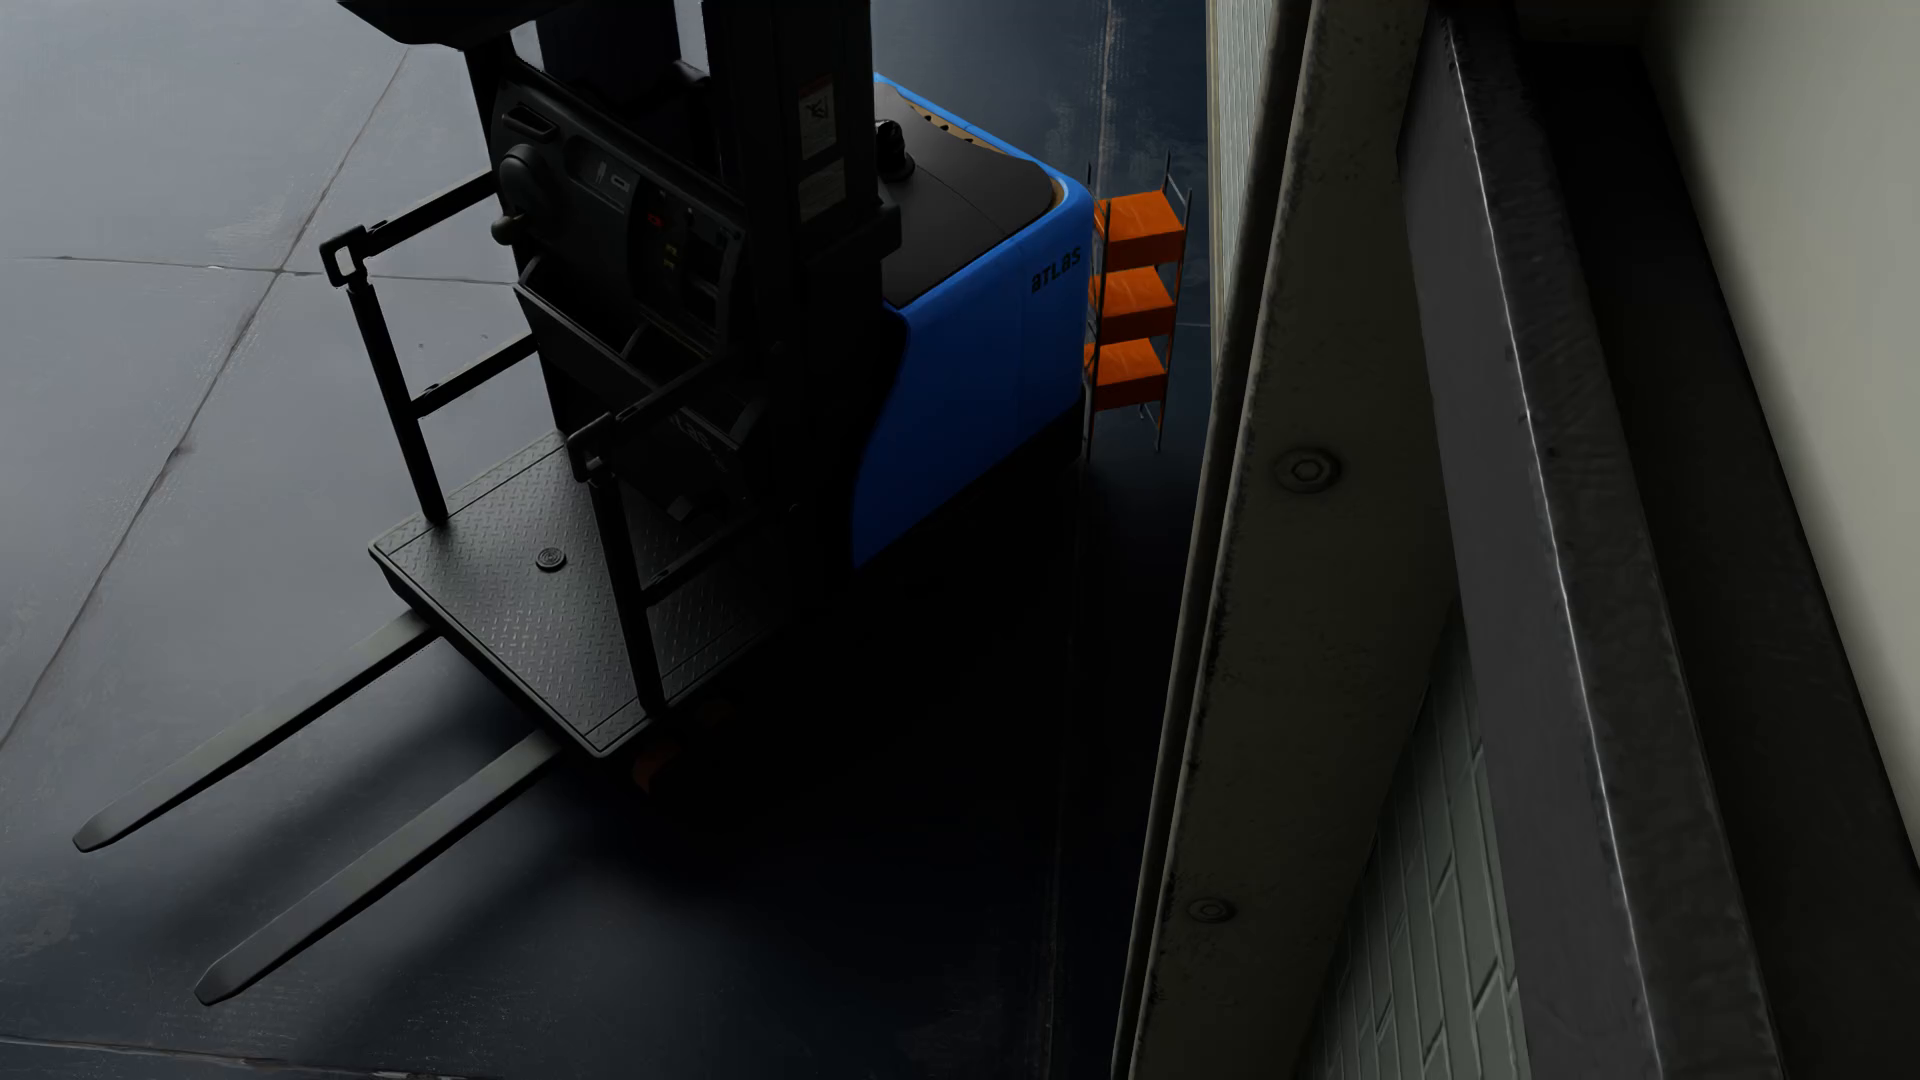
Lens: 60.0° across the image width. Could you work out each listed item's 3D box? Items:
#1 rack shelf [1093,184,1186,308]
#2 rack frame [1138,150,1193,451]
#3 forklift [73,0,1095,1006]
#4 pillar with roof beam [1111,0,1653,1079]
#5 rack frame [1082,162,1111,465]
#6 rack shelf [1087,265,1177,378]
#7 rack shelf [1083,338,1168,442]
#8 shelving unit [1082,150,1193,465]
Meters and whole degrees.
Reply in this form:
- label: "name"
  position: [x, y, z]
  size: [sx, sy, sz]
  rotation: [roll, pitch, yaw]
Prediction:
- label: "rack shelf"
  position: [0.516, -0.879, 4.971]
  size: [0.240, 0.259, 0.215]
  rotation: [-11, 49, -10]
- label: "rack frame"
  position: [0.634, -0.718, 5.195]
  size: [0.008, 1.050, 0.200]
  rotation: [-11, 49, -10]
- label: "forklift"
  position: [-0.983, -0.712, 3.915]
  size: [1.130, 2.935, 3.031]
  rotation: [35, 57, 28]
- label: "pillar with roof beam"
  position: [-3.779, -1.896, 0.885]
  size: [9.100, 9.000, 0.400]
  rotation: [4, 48, 4]
- label: "rack frame"
  position: [0.398, -0.672, 5.153]
  size: [0.008, 1.050, 0.200]
  rotation: [-11, 49, -10]
- label: "rack shelf"
  position: [0.516, -0.688, 5.182]
  size: [0.240, 0.259, 0.215]
  rotation: [-11, 49, -10]
- label: "rack shelf"
  position: [0.515, -0.502, 5.388]
  size: [0.240, 0.259, 0.215]
  rotation: [-11, 49, -10]
- label: "shelving unit"
  position: [0.516, -0.695, 5.174]
  size: [0.252, 1.050, 0.215]
  rotation: [-11, 49, -10]
